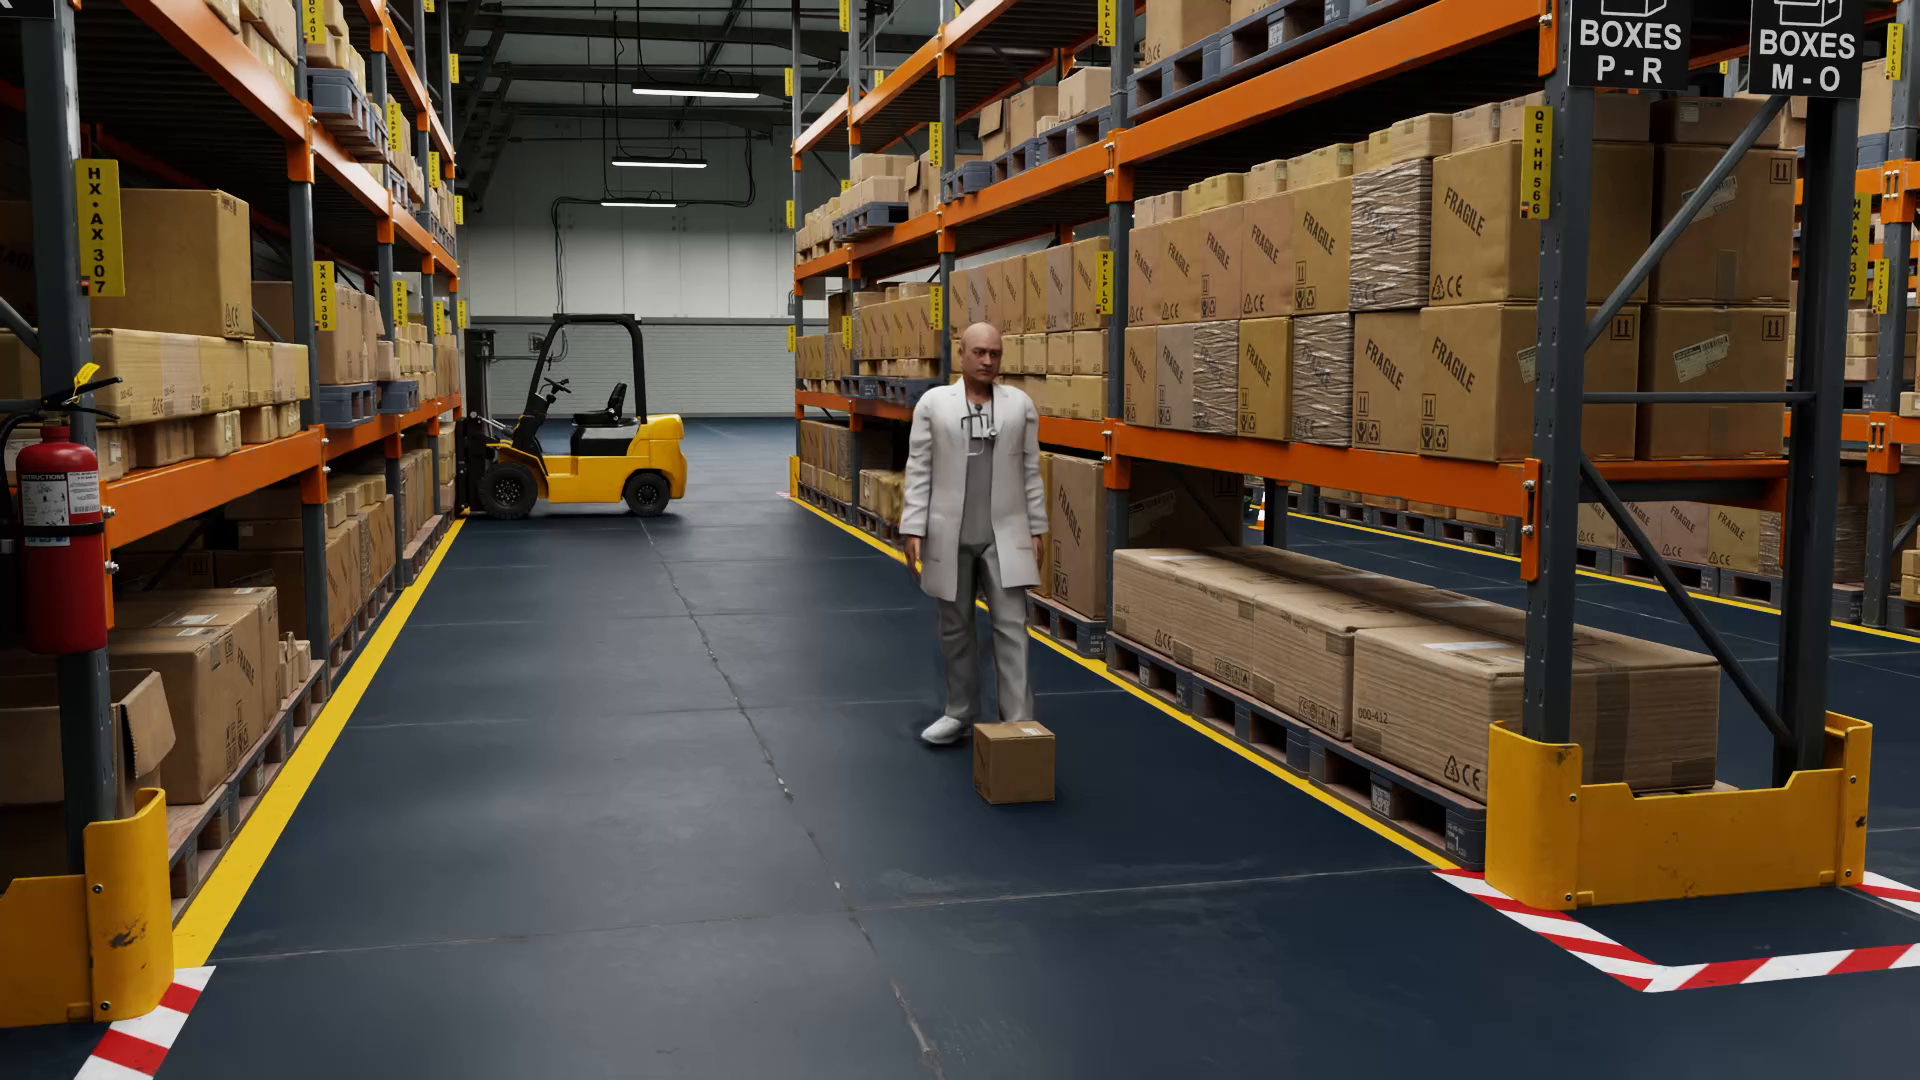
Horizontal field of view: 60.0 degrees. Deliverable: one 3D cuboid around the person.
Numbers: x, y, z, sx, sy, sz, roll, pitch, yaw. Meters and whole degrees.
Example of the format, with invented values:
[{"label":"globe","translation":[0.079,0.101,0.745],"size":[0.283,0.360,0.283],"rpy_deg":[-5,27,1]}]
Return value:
[{"label":"person","translation":[0.077,0.106,6.748],"size":[0.618,1.576,0.744],"rpy_deg":[-1,6,-6]}]
